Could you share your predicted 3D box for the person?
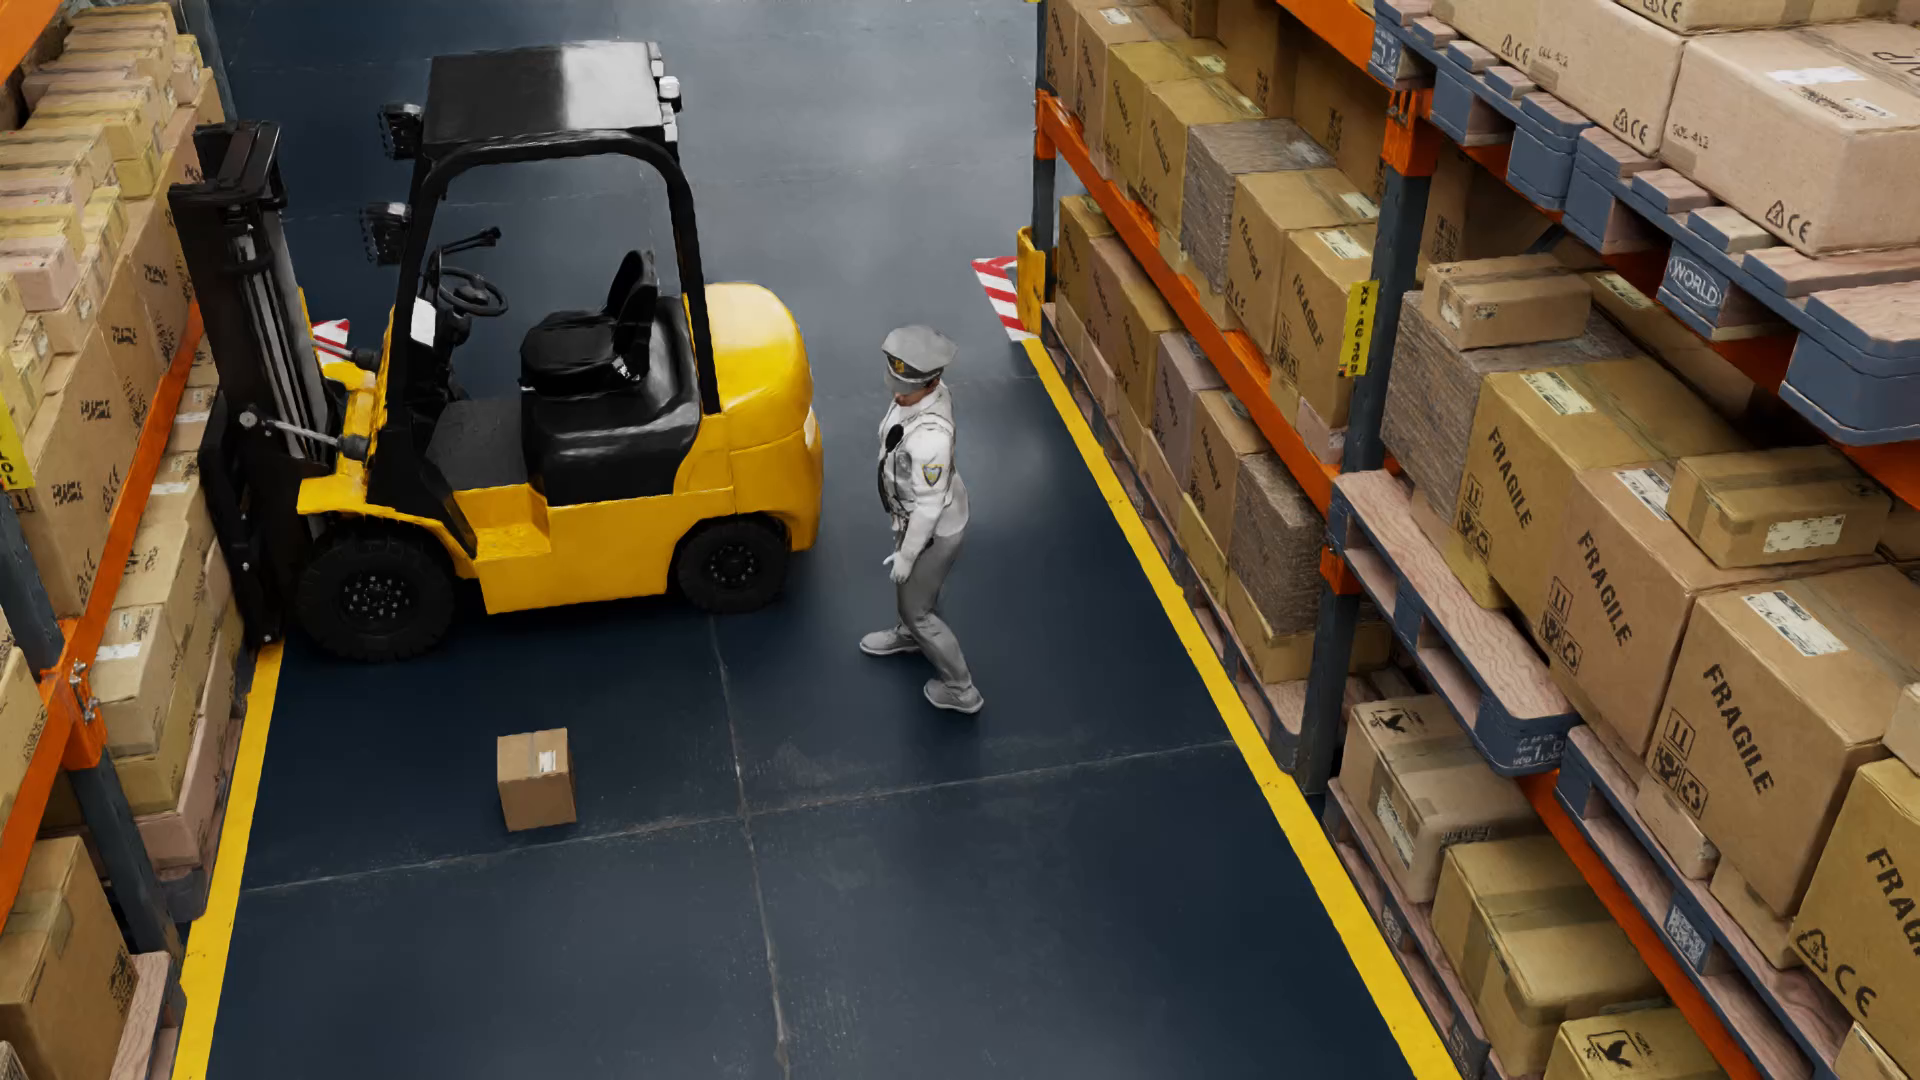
[{"bbox_3d":[-0.164,-0.080,6.264,0.540,1.645,0.604,3,35,4],"label":"person"}]
